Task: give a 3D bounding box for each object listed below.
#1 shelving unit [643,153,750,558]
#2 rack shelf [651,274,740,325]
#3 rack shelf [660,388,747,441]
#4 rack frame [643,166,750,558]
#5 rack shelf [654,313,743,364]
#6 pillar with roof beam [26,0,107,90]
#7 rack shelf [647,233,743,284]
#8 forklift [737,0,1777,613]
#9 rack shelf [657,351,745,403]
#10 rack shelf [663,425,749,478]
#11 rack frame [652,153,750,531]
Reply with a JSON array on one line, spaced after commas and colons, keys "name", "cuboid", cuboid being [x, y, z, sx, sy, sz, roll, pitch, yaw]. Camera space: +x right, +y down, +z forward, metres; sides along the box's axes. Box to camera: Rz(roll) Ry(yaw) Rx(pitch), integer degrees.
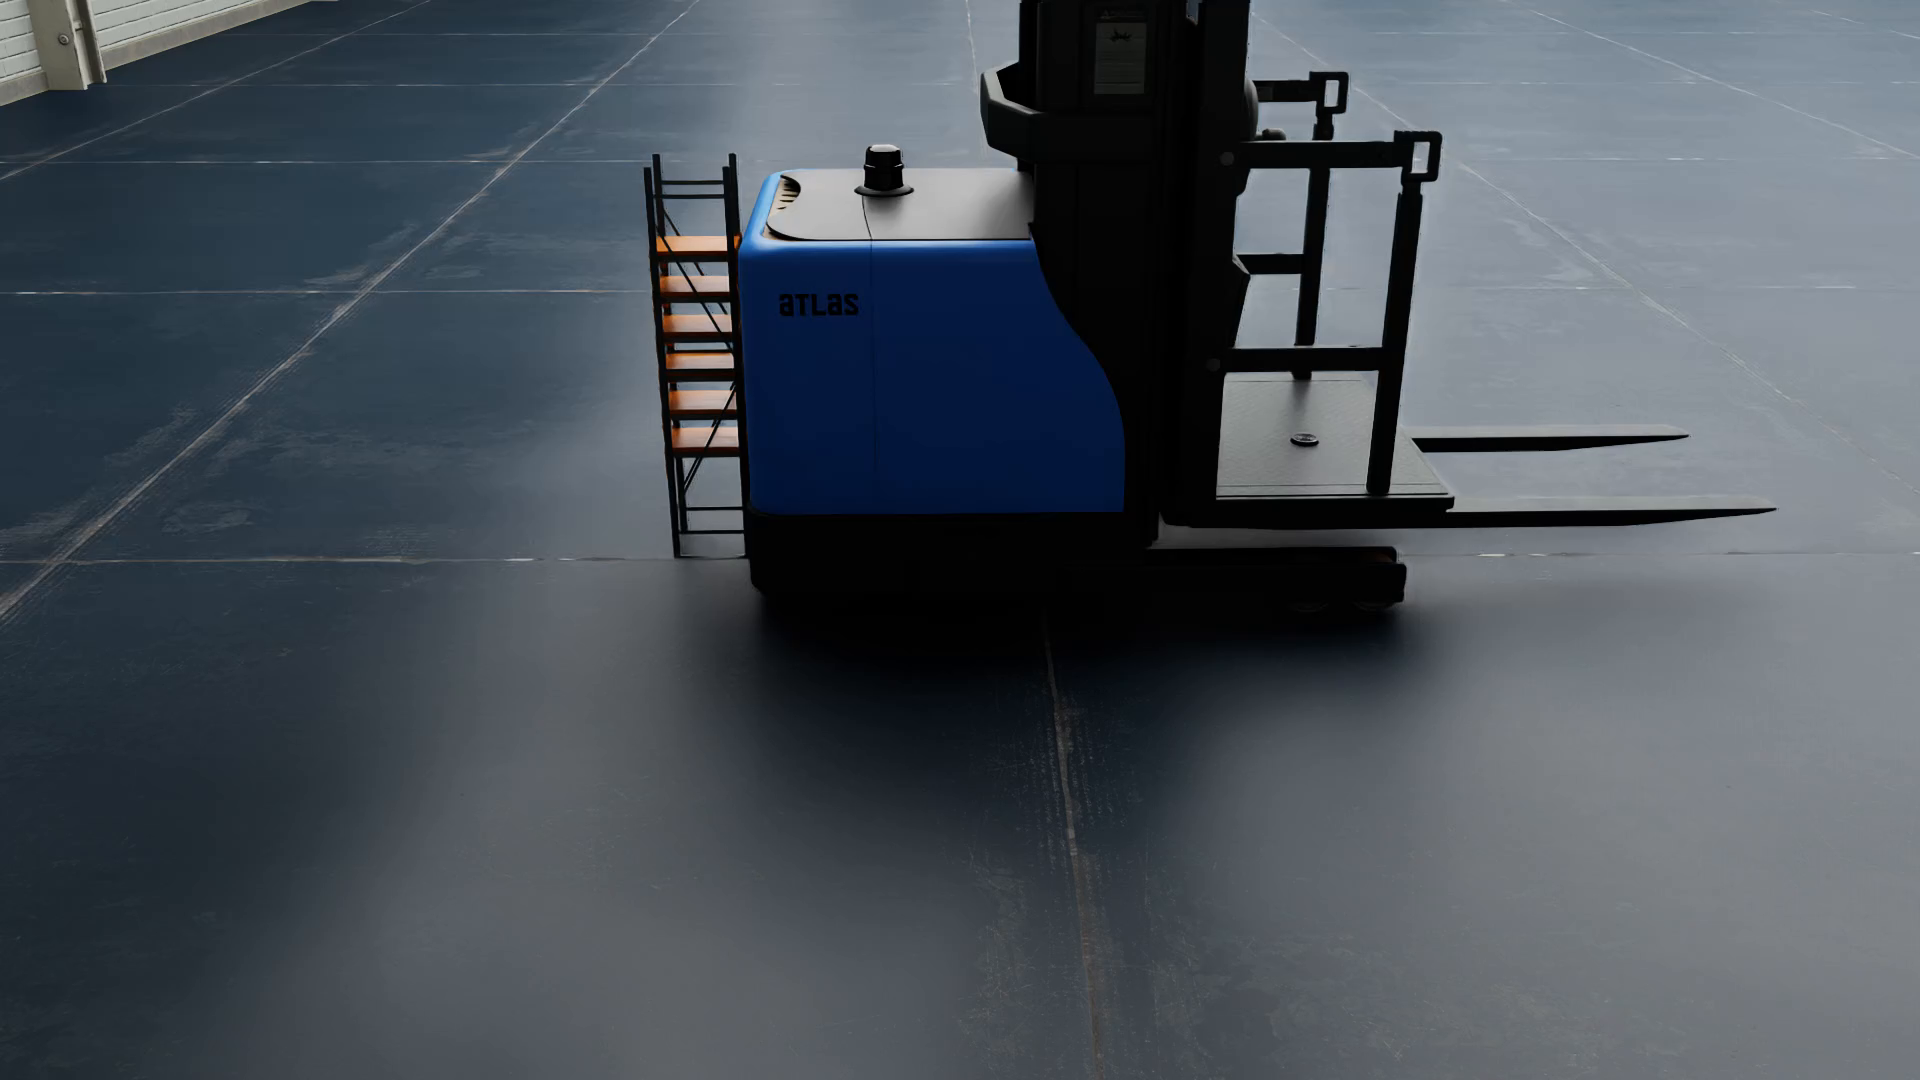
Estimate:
[{"name": "shelving unit", "cuboid": [-0.765, -0.532, 4.970, 0.258, 1.200, 0.189, -1, 24, -1]}, {"name": "rack shelf", "cuboid": [-0.765, -0.710, 4.890, 0.258, 0.103, 0.180, -1, 24, -1]}, {"name": "rack shelf", "cuboid": [-0.765, -0.382, 5.038, 0.258, 0.103, 0.180, -1, 24, -1]}, {"name": "rack frame", "cuboid": [-0.763, -0.495, 4.887, 0.240, 1.200, 0.006, -1, 24, -1]}, {"name": "rack shelf", "cuboid": [-0.765, -0.601, 4.939, 0.258, 0.103, 0.180, -1, 24, -1]}, {"name": "pillar with roof beam", "cuboid": [-2.741, -7.743, 11.451, 9.100, 9.000, 0.400, 0, 24, -1]}, {"name": "rack shelf", "cuboid": [-0.766, -0.820, 4.840, 0.258, 0.103, 0.180, -1, 24, -1]}, {"name": "forklift", "cuboid": [0.897, -1.346, 4.669, 3.031, 2.935, 1.130, -1, 24, -2]}, {"name": "rack shelf", "cuboid": [-0.765, -0.492, 4.989, 0.258, 0.103, 0.180, -1, 24, -1]}, {"name": "rack shelf", "cuboid": [-0.765, -0.273, 5.088, 0.258, 0.103, 0.180, -1, 24, -1]}, {"name": "rack frame", "cuboid": [-0.768, -0.570, 5.054, 0.240, 1.200, 0.006, -1, 24, -1]}]
